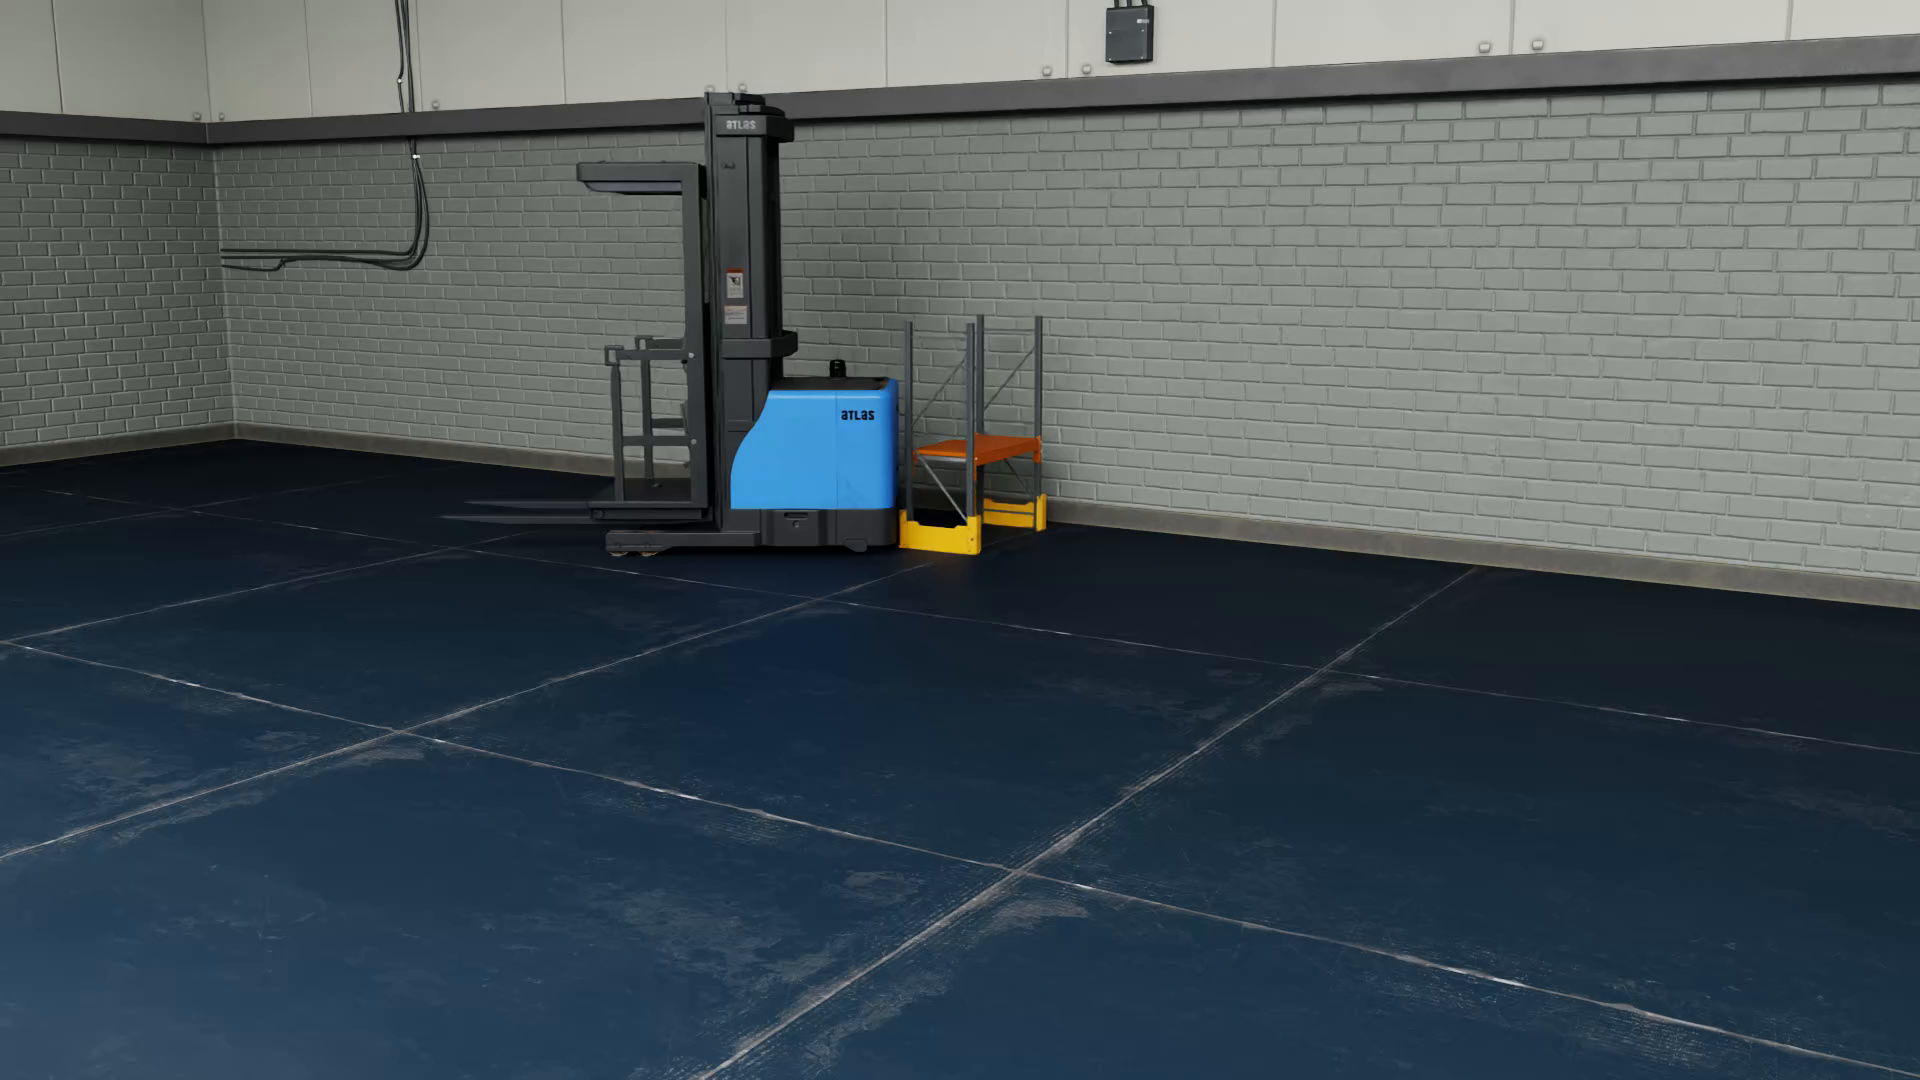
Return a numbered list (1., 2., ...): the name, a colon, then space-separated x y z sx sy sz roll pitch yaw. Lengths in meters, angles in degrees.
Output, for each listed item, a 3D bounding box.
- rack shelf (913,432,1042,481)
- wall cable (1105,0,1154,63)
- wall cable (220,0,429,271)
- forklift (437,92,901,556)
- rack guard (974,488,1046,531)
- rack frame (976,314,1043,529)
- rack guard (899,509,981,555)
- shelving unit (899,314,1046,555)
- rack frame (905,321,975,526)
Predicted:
1. rack shelf: 0.105 -0.577 11.353 0.538 0.185 1.000 6 12 28
2. wall cable: 1.984 -6.073 10.112 2.305 6.003 0.169 6 12 31
3. wall cable: -6.121 -3.785 15.569 3.097 2.526 0.112 6 12 31
4. forklift: -1.931 -1.431 11.047 3.031 2.935 1.130 0 11 0
5. rack guard: 0.336 -0.219 11.859 0.587 0.250 0.087 6 12 28
6. rack frame: 0.345 -0.836 11.761 0.500 1.500 0.032 6 12 28
7. rack guard: -0.134 -0.057 10.996 0.587 0.250 0.087 6 12 28
8. shelving unit: 0.101 -0.752 11.312 0.587 1.500 1.083 6 12 28
9. rack frame: -0.134 -0.671 10.879 0.500 1.500 0.032 6 12 28
